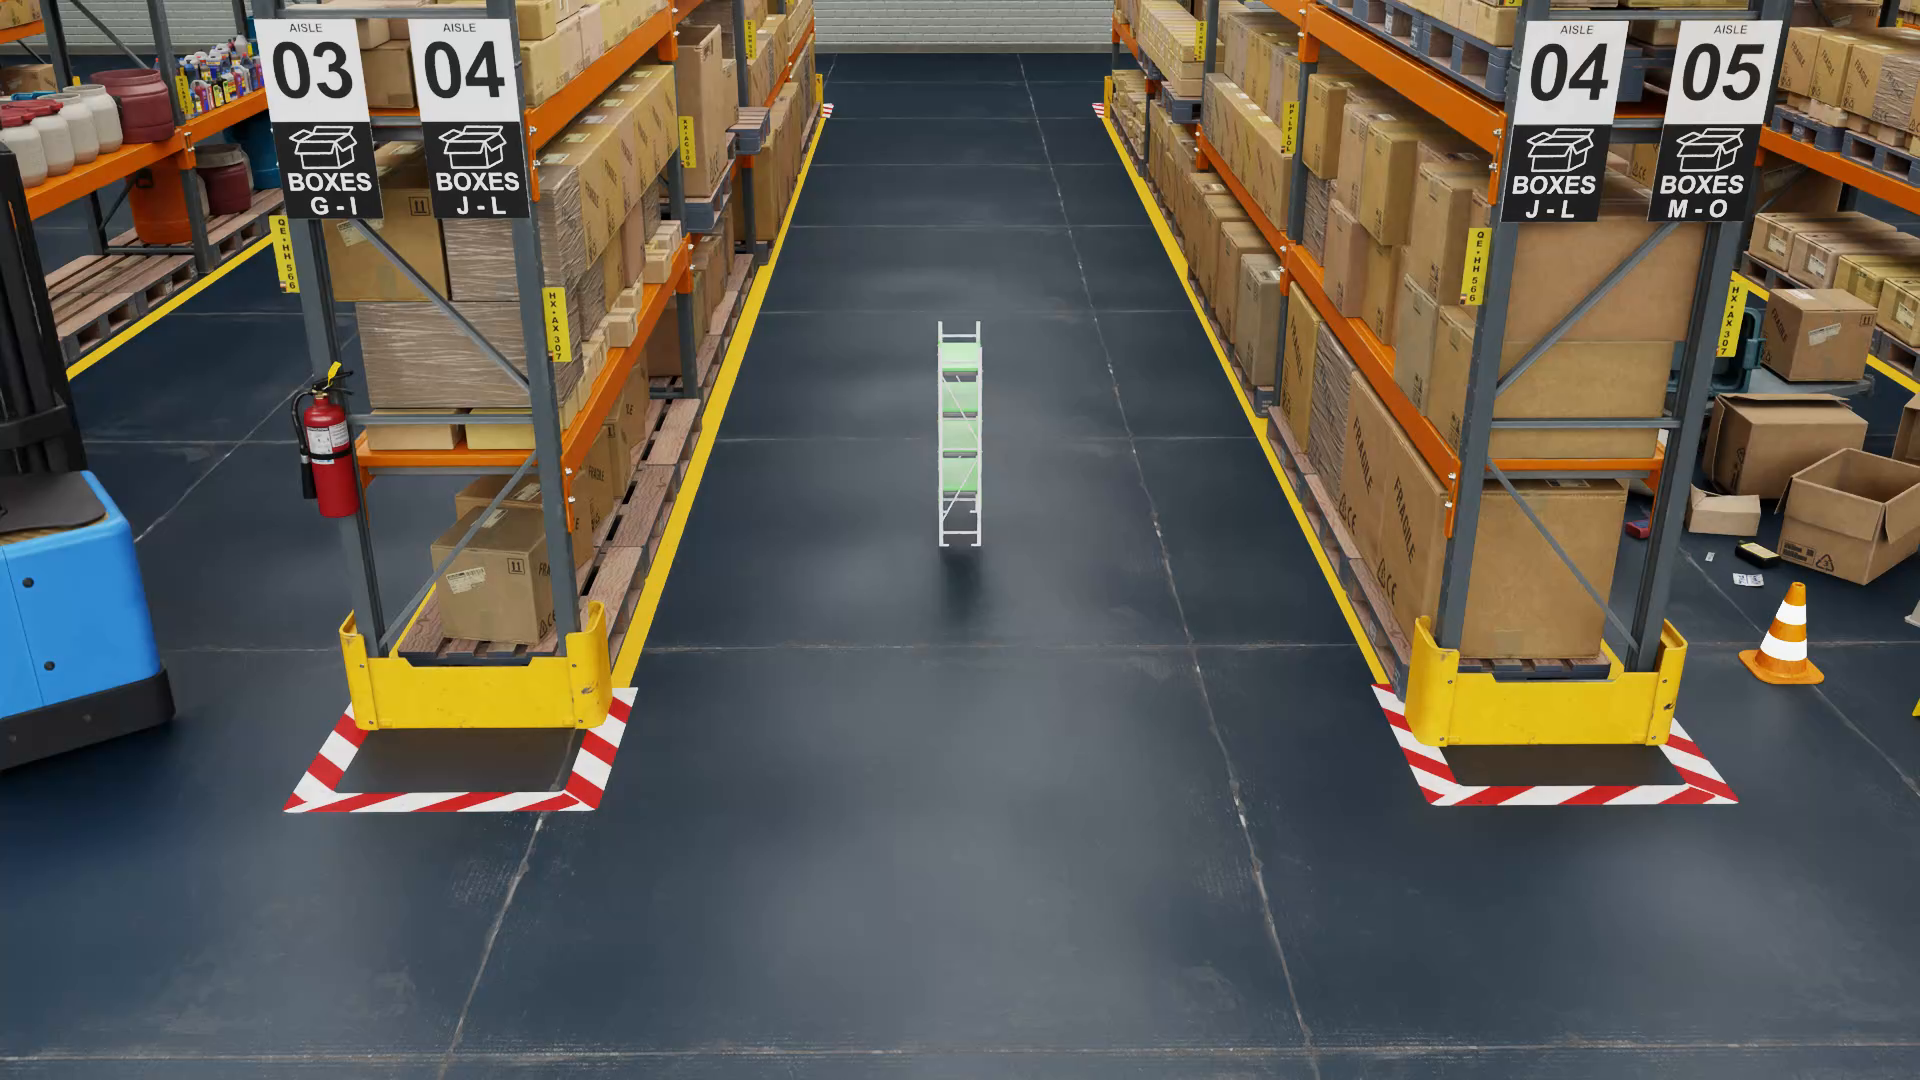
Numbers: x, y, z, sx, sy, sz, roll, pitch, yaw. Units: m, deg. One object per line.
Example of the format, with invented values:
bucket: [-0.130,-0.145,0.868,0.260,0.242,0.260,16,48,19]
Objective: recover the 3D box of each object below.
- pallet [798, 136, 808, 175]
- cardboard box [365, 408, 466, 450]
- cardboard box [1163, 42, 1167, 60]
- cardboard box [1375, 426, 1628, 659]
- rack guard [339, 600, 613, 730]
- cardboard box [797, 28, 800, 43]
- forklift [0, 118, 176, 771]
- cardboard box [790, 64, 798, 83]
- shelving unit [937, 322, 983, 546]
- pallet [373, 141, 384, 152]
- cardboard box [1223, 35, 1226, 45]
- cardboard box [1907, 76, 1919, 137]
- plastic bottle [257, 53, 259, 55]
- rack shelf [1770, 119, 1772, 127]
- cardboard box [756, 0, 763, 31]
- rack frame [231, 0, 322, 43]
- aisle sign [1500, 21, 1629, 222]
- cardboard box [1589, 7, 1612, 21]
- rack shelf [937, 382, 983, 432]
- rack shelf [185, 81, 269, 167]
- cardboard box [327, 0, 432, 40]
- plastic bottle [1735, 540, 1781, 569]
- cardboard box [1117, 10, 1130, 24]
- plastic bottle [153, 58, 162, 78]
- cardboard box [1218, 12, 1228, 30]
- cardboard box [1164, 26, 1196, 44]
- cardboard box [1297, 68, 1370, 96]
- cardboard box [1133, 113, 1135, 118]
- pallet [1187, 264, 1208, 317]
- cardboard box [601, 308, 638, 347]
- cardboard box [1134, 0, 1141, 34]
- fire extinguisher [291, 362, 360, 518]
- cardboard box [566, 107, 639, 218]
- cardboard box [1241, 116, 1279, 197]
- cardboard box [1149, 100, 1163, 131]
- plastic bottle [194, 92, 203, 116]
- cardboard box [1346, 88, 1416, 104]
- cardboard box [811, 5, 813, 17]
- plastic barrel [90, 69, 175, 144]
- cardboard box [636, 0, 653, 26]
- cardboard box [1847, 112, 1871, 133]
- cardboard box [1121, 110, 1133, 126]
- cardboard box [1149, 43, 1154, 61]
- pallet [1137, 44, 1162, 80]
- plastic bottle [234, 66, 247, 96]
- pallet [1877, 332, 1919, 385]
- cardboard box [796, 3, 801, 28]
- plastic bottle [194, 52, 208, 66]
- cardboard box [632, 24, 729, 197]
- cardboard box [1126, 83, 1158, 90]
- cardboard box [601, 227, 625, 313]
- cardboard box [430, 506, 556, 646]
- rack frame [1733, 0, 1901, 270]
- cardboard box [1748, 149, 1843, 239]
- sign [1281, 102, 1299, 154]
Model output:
pallet: [-2.325,-4.508,19.460,1.003,0.211,1.213,0,24,-1]
cardboard box: [-2.473,-0.522,7.568,0.380,0.149,0.250,0,24,-1]
cardboard box: [2.136,-4.635,15.792,0.380,0.149,0.250,0,24,-1]
cardboard box: [2.624,-0.003,8.185,0.875,0.875,0.875,0,24,0]
rack guard: [-2.265,0.588,7.843,1.175,0.500,0.348,0,24,-1]
cardboard box: [-2.079,-5.904,19.469,0.380,0.149,0.250,-1,24,-1]
forklift: [-4.953,-0.809,7.983,1.130,2.935,3.031,-17,29,-33]
cardboard box: [-2.322,-4.960,19.146,0.875,0.875,0.875,0,24,-1]
shelving unit: [-0.002,-0.615,9.654,0.258,1.200,0.503,0,24,-1]
pallet: [-7.394,-4.474,19.387,1.003,0.211,1.213,0,24,-1]
cardboard box: [2.783,-4.851,16.271,0.380,0.149,0.250,1,24,1]
cardboard box: [7.361,-3.191,12.174,0.500,0.500,0.500,1,24,1]
plastic bottle: [-7.152,-4.966,17.149,0.144,0.351,0.185,0,24,-1]
rack shelf: [7.537,-4.357,16.617,1.077,0.370,4.000,0,24,-1]
cardboard box: [-2.383,-5.421,16.758,0.797,0.503,0.637,0,24,0]
rack frame: [-7.347,-5.442,18.143,1.000,3.000,0.127,0,24,-1]
aisle sign: [2.398,-1.654,6.613,0.394,0.787,0.004,0,24,-1]
cardboard box: [3.008,-2.340,7.319,0.380,0.149,0.250,0,24,0]
rack shelf: [-0.002,-0.775,9.581,0.258,0.148,0.480,0,24,-1]
rack shelf: [-7.325,-4.290,16.469,1.077,0.370,4.000,0,24,-1]
cardboard box: [-2.464,-2.221,7.078,0.380,0.149,0.250,-1,24,-2]
plastic bottle: [4.539,0.074,9.511,0.133,0.061,0.283,-9,26,-19]
cardboard box: [2.192,-6.628,21.070,0.380,0.149,0.250,-1,24,-2]
plastic bottle: [-7.707,-4.473,16.060,0.144,0.351,0.185,0,24,-1]
cardboard box: [2.773,-5.202,16.685,0.380,0.149,0.250,-1,24,-2]
cardboard box: [2.139,-4.766,15.720,0.380,0.149,0.250,0,24,-1]
cardboard box: [2.642,-2.854,11.086,0.700,0.500,0.500,-1,24,-1]
cardboard box: [2.299,-5.142,20.069,0.380,0.149,0.250,-1,24,-3]
pallet: [2.543,-2.201,14.361,1.003,0.211,1.213,0,24,-1]
cardboard box: [-1.948,-1.142,8.941,0.380,0.149,0.250,0,24,-1]
cardboard box: [2.274,-6.038,18.979,0.500,0.500,0.500,-1,24,-2]
fire extinguisher: [-2.723,-0.435,7.166,0.296,0.674,0.183,0,24,-1]
cardboard box: [-2.014,-2.002,8.842,0.500,0.500,0.500,0,24,-1]
cardboard box: [2.369,-2.824,12.234,0.500,0.500,0.500,0,24,0]
cardboard box: [2.310,-4.534,17.748,0.500,0.250,0.500,-1,24,-3]
plastic bottle: [-6.960,-3.971,15.132,0.097,0.201,0.097,0,24,0]
cardboard box: [2.745,-2.331,9.771,0.875,0.550,0.550,0,24,-1]
cardboard box: [-2.105,-6.853,21.567,0.380,0.149,0.250,0,24,0]
plastic barrel: [-6.996,-3.666,14.051,0.600,0.536,0.708,0,24,-1]
cardboard box: [-2.046,-3.064,9.428,0.500,0.250,0.500,0,24,1]
cardboard box: [7.365,-3.361,13.336,0.380,0.149,0.250,1,24,3]
cardboard box: [2.209,-5.245,20.657,0.380,0.149,0.250,-1,24,-3]
cardboard box: [2.123,-4.932,16.810,0.380,0.149,0.250,-1,24,-3]
pallet: [2.429,-5.042,17.491,1.003,0.211,1.213,0,24,-1]
plastic bottle: [-6.972,-4.439,16.081,0.097,0.271,0.097,0,24,0]
pallet: [7.592,-1.263,12.286,1.003,0.211,1.213,0,24,-1]
cardboard box: [-2.150,-6.145,19.518,0.500,0.250,0.500,0,24,1]
plastic bottle: [-7.713,-4.812,16.899,0.152,0.276,0.135,0,24,-1]
cardboard box: [-2.176,-2.961,11.419,1.000,1.000,1.000,0,24,0]
cardboard box: [2.266,-5.606,20.733,0.380,0.149,0.250,1,24,2]
cardboard box: [-2.324,-1.545,9.045,0.875,0.500,0.500,0,24,-1]
cardboard box: [-2.254,0.170,8.257,0.500,0.500,0.500,4,25,9]
rack frame: [7.558,-3.861,14.646,1.000,3.000,0.127,0,24,-1]
cardboard box: [7.634,-3.369,15.628,0.875,0.875,0.875,0,24,-1]
sign: [2.111,-2.634,10.624,0.100,0.325,0.005,0,24,-1]
